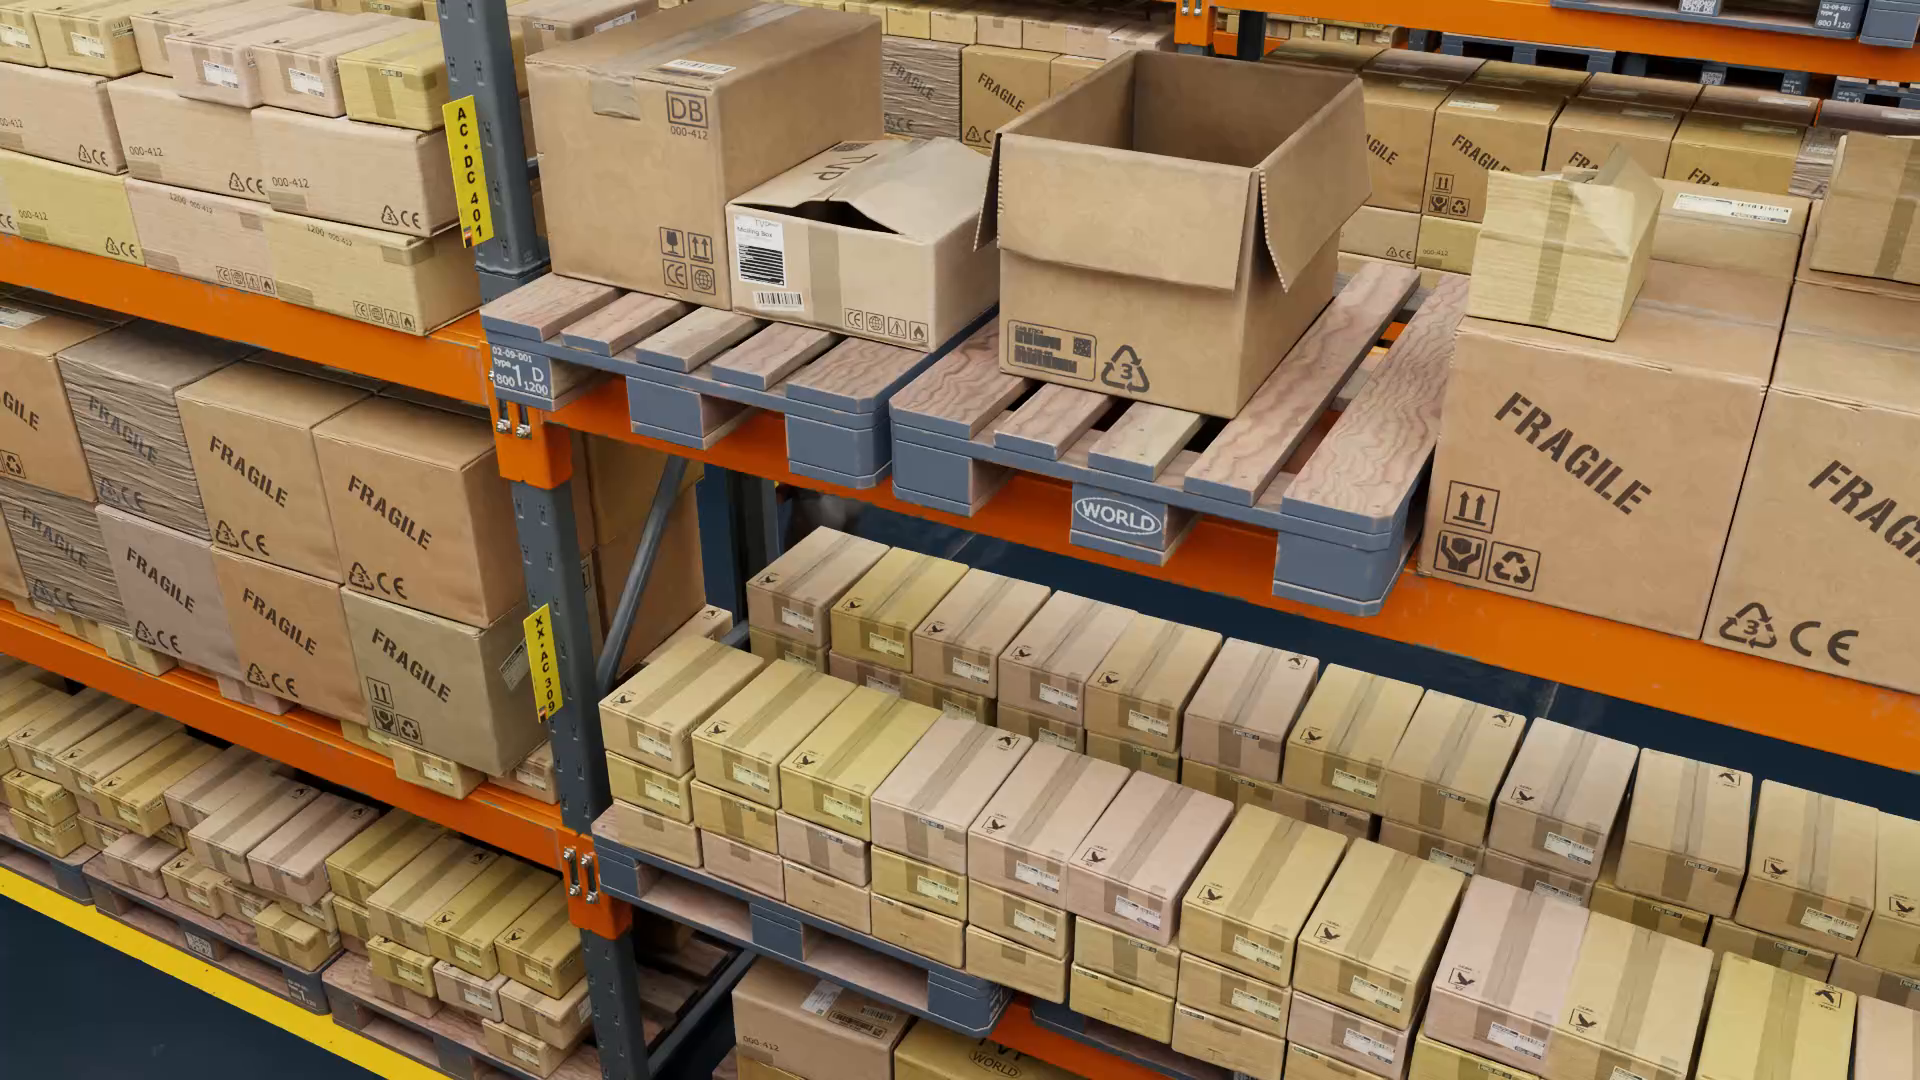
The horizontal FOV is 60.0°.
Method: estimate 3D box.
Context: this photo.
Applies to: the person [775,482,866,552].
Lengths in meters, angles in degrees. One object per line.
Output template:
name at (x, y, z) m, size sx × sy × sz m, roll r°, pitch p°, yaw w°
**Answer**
person at (-0.683, -0.147, 7.386) m, size 0.491 × 1.656 × 0.464 m, roll 14°, pitch 33°, yaw 23°
